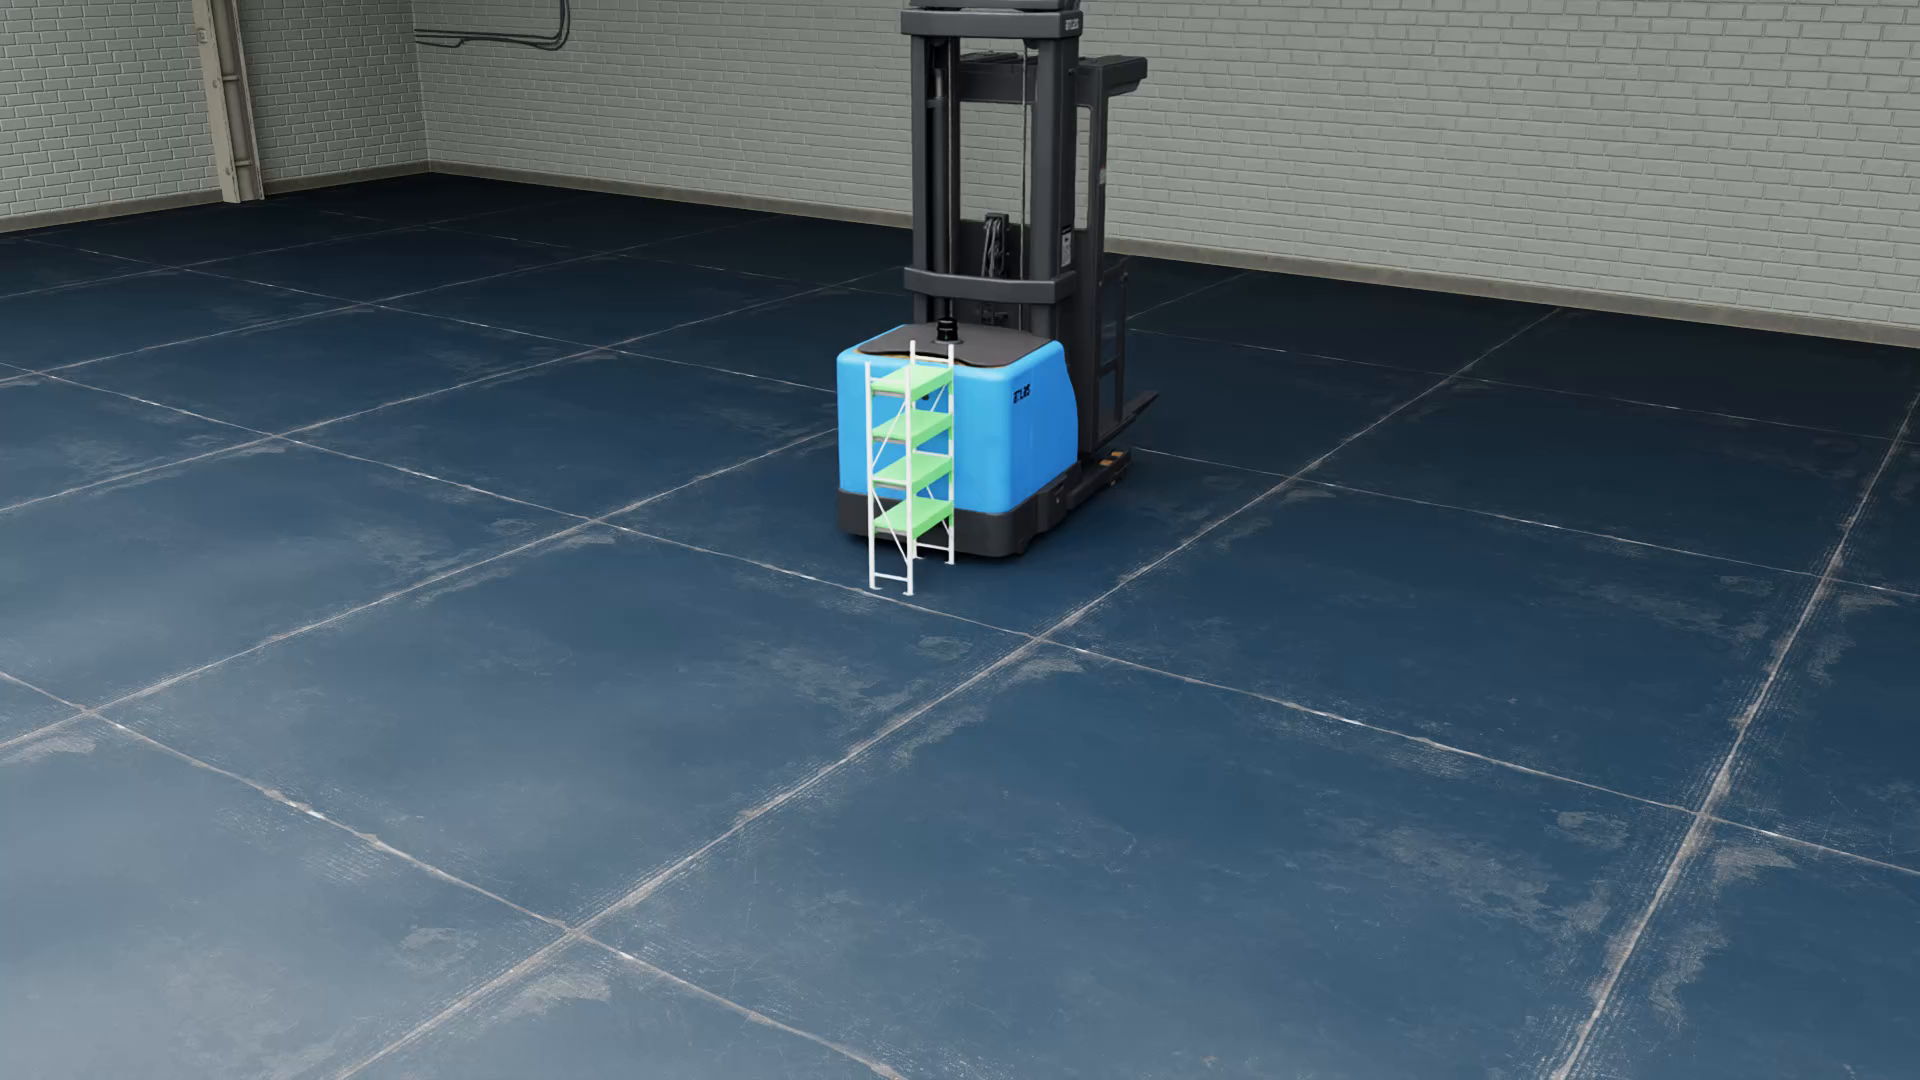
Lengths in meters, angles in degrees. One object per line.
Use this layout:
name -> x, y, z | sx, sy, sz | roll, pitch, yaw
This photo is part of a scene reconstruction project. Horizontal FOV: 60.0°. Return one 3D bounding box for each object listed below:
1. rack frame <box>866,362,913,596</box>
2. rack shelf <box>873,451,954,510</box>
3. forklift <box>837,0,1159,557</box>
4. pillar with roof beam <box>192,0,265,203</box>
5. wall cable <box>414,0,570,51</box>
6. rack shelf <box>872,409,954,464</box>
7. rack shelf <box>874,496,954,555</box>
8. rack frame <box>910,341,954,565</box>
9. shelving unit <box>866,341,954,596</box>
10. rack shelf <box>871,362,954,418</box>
rack frame -> -0.353, -0.295, 8.334 | 0.240, 1.200, 0.015 | 9, 22, 24
rack shelf -> -0.249, -0.312, 8.563 | 0.258, 0.148, 0.480 | 9, 22, 24
forklift -> 0.410, -1.757, 9.789 | 1.130, 2.935, 3.031 | 9, 22, 24
pillar with roof beam -> -5.364, -7.617, 16.885 | 9.100, 9.000, 0.400 | 13, 24, 32
wall cable -> -6.174, -7.587, 21.281 | 3.097, 2.526, 0.112 | 13, 24, 32
rack shelf -> -0.249, -0.537, 8.480 | 0.258, 0.148, 0.480 | 9, 22, 24
rack shelf -> -0.249, -0.087, 8.647 | 0.258, 0.148, 0.480 | 9, 22, 24
rack frame -> -0.144, -0.449, 8.748 | 0.240, 1.200, 0.015 | 9, 22, 24
shelving unit -> -0.249, -0.372, 8.541 | 0.258, 1.200, 0.503 | 9, 22, 24
rack shelf -> -0.249, -0.762, 8.397 | 0.258, 0.148, 0.480 | 9, 22, 24
